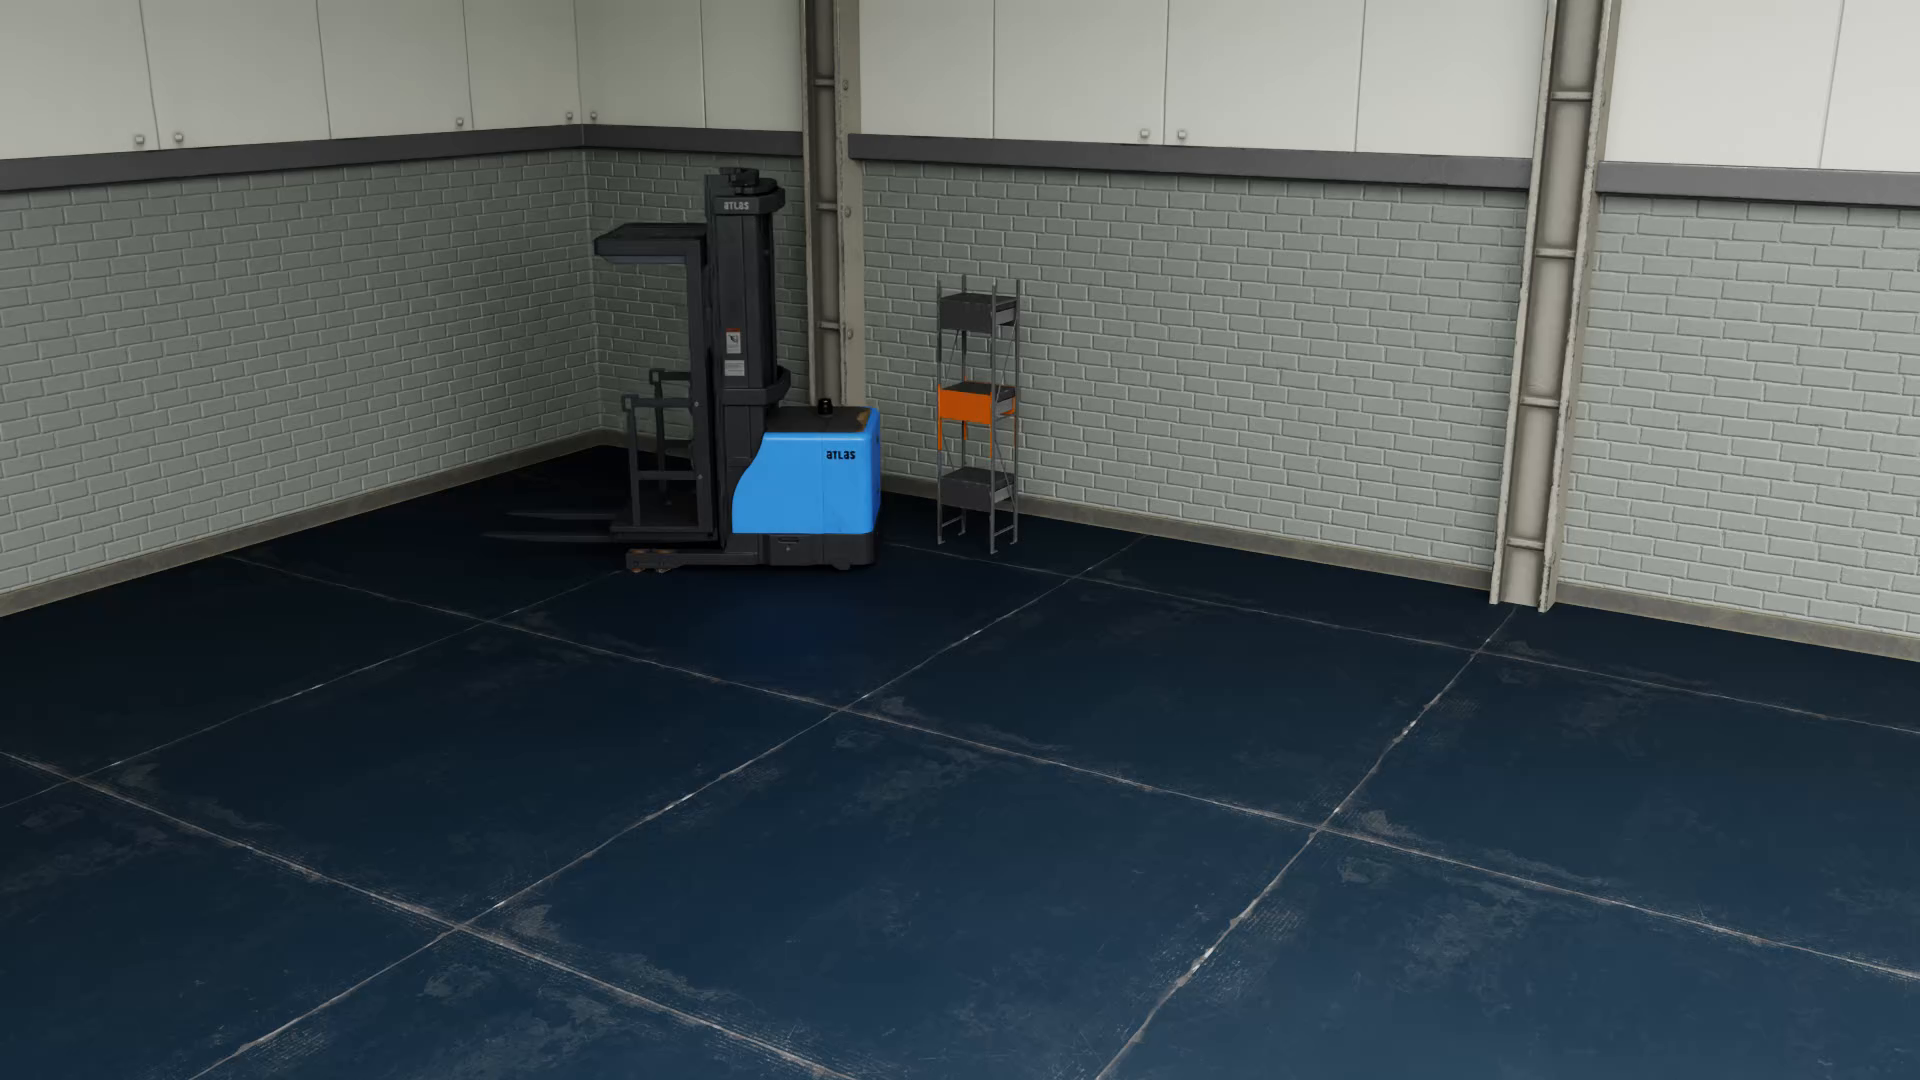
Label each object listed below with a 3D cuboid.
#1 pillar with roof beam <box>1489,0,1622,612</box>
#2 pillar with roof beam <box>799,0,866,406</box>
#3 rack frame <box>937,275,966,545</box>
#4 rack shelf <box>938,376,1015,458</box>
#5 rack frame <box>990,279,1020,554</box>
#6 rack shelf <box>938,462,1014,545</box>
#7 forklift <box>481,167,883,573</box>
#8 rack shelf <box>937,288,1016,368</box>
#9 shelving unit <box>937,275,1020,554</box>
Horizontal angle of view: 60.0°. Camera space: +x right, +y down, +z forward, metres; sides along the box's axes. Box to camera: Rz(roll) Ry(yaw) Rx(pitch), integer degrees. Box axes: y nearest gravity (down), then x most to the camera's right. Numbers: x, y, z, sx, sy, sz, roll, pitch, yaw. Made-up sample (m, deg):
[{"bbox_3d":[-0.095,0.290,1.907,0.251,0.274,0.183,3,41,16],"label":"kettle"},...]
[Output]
[{"bbox_3d":[1.780,-2.797,7.107,0.400,9.000,9.100,10,20,30],"label":"pillar with roof beam"},{"bbox_3d":[-3.333,-3.710,10.112,0.400,9.000,9.100,10,20,30],"label":"pillar with roof beam"},{"bbox_3d":[-0.067,-1.017,13.115,0.015,2.100,0.400,10,20,30],"label":"rack frame"},{"bbox_3d":[0.141,-0.966,12.997,0.480,0.518,0.431,10,20,30],"label":"rack shelf"},{"bbox_3d":[0.349,-0.942,12.871,0.015,2.100,0.400,10,20,30],"label":"rack frame"},{"bbox_3d":[0.141,-0.297,13.201,0.480,0.518,0.431,10,20,30],"label":"rack shelf"},{"bbox_3d":[-2.147,-1.309,12.649,3.031,2.935,1.130,0,17,1],"label":"forklift"},{"bbox_3d":[0.141,-1.636,12.794,0.480,0.518,0.431,10,20,30],"label":"rack shelf"},{"bbox_3d":[0.141,-0.979,12.993,0.503,2.100,0.431,10,20,30],"label":"shelving unit"}]
